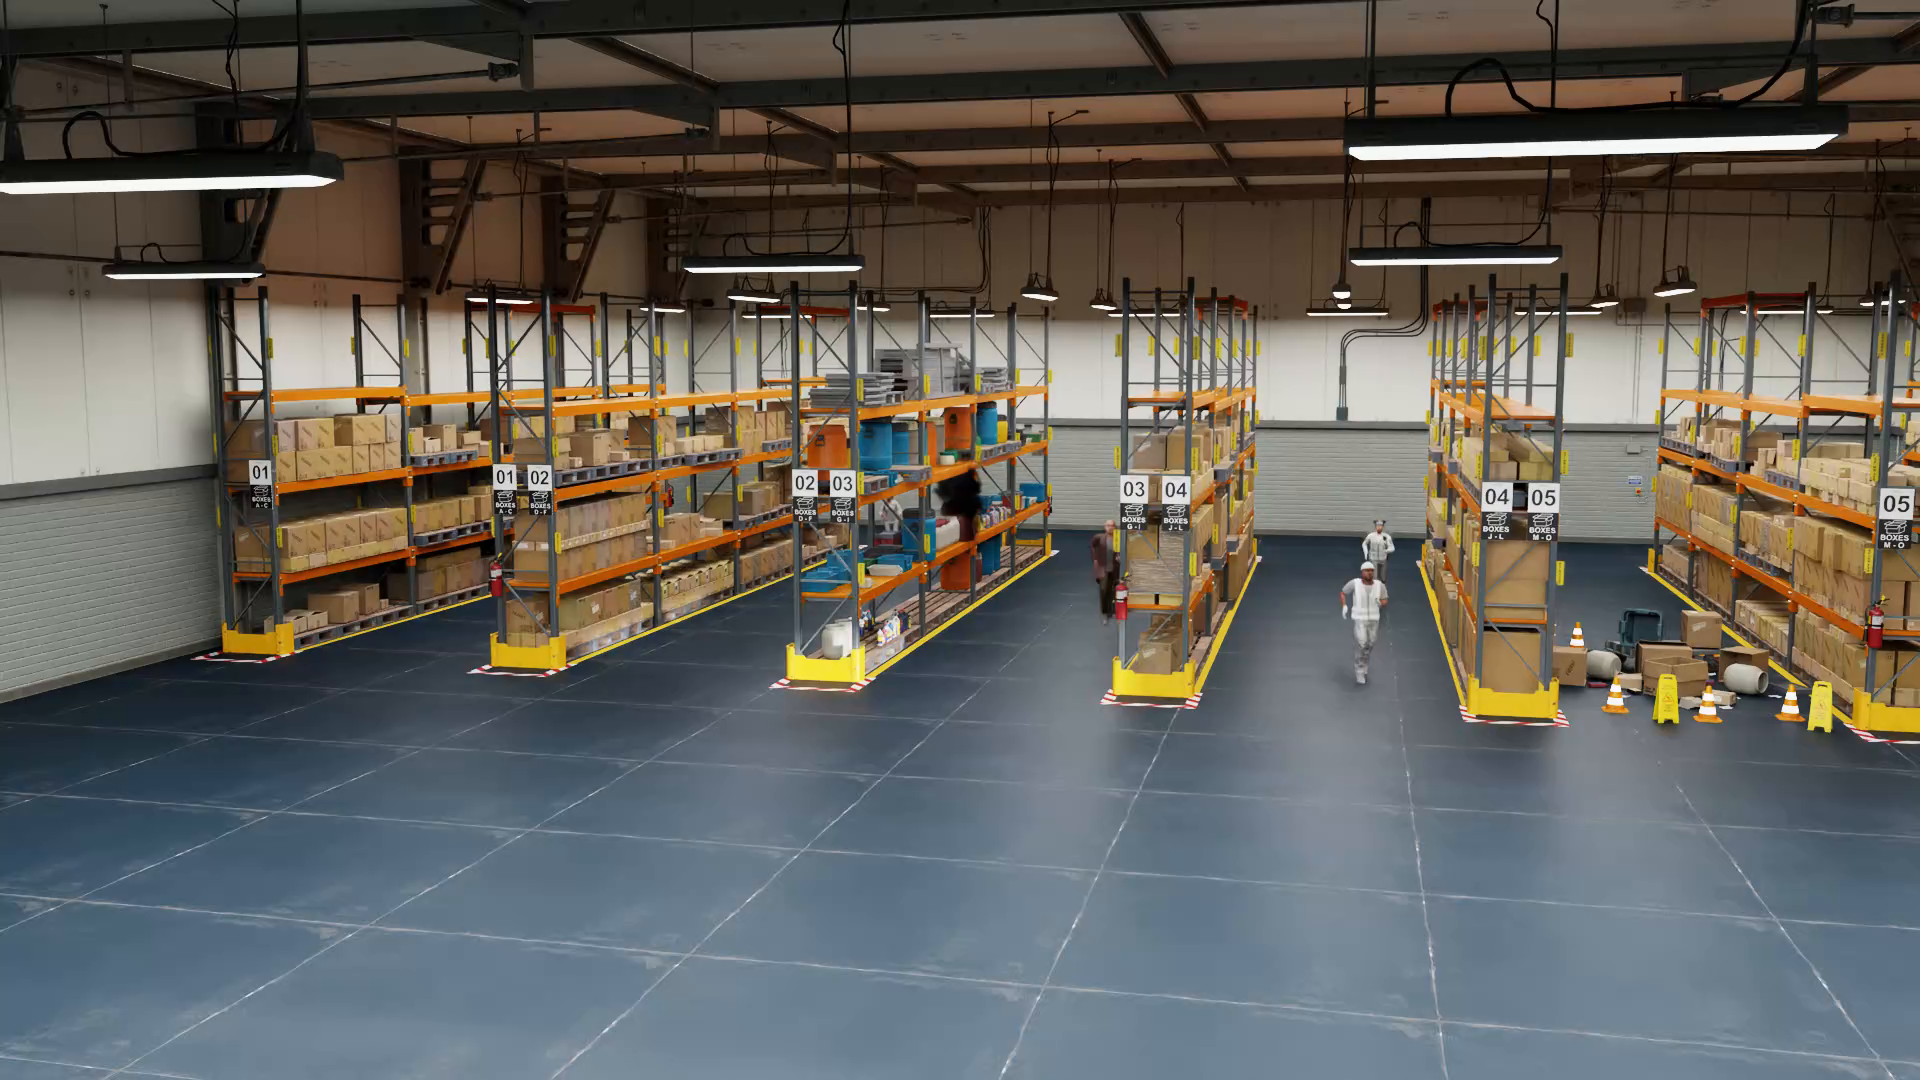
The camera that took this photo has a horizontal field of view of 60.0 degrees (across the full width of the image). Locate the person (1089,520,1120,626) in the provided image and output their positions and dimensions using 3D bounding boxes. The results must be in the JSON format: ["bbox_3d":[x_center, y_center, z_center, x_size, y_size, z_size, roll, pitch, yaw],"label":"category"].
[{"bbox_3d":[2.590,0.553,28.880,0.672,1.837,0.864,0,7,0],"label":"person"}]

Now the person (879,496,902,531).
[{"bbox_3d":[-1.690,-0.410,40.451,0.571,1.554,0.479,0,7,-1],"label":"person"}]

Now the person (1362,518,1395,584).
[{"bbox_3d":[8.245,0.403,32.796,0.625,1.662,0.843,1,7,11],"label":"person"}]

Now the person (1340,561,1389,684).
[{"bbox_3d":[6.122,1.240,25.104,0.657,1.843,0.768,0,7,-4],"label":"person"}]
